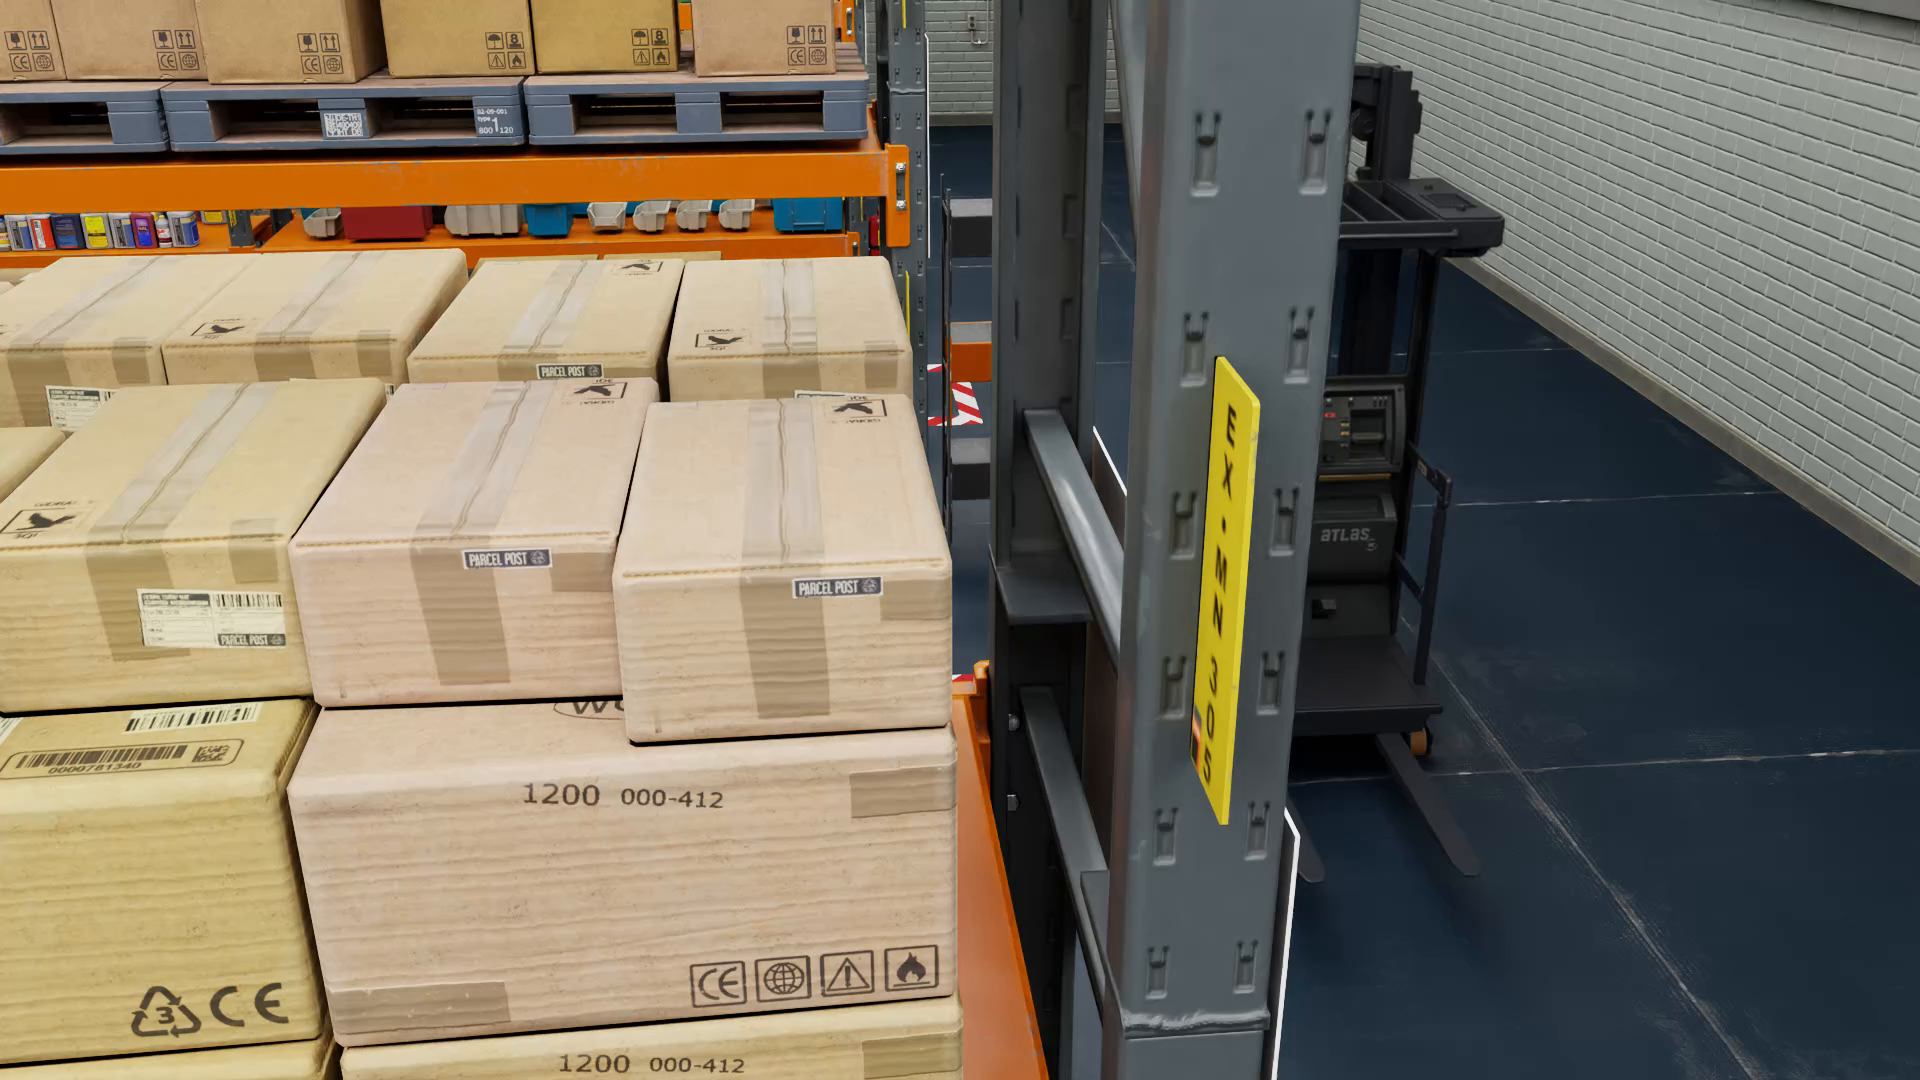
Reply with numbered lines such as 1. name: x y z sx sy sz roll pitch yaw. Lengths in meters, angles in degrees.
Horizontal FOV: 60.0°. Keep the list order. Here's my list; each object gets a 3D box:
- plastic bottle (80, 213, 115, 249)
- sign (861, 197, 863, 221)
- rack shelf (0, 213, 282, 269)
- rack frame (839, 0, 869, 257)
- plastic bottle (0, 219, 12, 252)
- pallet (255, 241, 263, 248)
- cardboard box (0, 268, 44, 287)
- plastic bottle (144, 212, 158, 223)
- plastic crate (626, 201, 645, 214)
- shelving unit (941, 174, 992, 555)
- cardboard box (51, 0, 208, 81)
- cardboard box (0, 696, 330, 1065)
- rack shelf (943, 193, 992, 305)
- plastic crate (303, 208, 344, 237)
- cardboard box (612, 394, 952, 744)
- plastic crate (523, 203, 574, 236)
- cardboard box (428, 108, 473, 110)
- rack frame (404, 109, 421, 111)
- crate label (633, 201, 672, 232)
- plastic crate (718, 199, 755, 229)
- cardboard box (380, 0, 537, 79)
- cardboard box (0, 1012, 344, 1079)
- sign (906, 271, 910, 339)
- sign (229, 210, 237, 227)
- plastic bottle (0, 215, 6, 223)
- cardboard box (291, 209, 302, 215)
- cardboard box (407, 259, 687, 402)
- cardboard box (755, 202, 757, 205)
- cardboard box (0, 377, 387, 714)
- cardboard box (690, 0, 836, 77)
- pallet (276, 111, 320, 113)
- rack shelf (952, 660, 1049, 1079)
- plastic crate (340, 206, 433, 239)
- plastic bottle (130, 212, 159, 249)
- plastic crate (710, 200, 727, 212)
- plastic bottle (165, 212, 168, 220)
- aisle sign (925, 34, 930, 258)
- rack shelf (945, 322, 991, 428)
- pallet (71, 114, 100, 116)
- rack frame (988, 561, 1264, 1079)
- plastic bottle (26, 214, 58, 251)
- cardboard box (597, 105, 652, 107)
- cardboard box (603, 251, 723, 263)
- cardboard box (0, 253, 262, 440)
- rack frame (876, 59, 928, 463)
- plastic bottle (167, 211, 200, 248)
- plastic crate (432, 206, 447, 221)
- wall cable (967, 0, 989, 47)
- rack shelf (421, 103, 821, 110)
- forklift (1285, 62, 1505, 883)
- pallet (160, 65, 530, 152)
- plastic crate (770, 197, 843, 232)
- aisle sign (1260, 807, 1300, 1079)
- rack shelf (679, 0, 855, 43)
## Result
1. plastic bottle: -5.585 -2.070 10.774 0.185 0.351 0.144 -2 24 -5
2. sign: -0.651 -2.274 10.972 0.005 0.325 0.100 -2 24 -5
3. rack shelf: -6.693 -1.853 11.111 4.000 0.370 1.077 -2 24 -5
4. rack frame: -0.722 -2.421 11.503 0.127 3.000 1.000 -2 24 -5
5. plastic bottle: -6.175 -1.968 10.730 0.097 0.201 0.097 0 24 0
6. pallet: -7.208 -2.891 15.996 1.213 0.211 1.003 -2 24 -5
7. cardboard box: -3.784 -0.796 6.742 0.500 0.500 0.500 -2 24 -4
8. plastic bottle: -5.534 -2.242 11.345 0.097 0.201 0.097 0 24 0
9. plastic crate: -2.310 -2.442 11.684 0.300 0.233 0.416 -2 24 -5
10. shelving unit: 0.165 -0.966 9.338 0.503 2.100 0.431 -2 24 -5
11. cardboard box: -2.907 -1.988 6.074 0.500 0.500 0.700 -1 24 -2
12. cardboard box: -0.790 0.201 1.480 0.500 0.250 0.500 -3 24 -7
13. rack shelf: 0.165 -1.593 9.060 0.480 0.518 0.431 -2 24 -5
14. plastic crate: -4.225 -2.129 11.097 0.243 0.136 0.396 -2 24 -5
15. cardboard box: -0.150 0.009 1.421 0.250 0.149 0.380 -3 24 -6
16. plastic crate: -2.740 -2.186 11.108 0.300 0.233 0.416 -2 24 -5
17. cardboard box: -4.651 -4.219 15.427 0.500 0.500 0.500 -2 24 -4
18. rack frame: -5.185 -4.263 15.649 0.127 3.000 1.000 -2 24 -5
19. crate label: -2.080 -2.195 11.247 0.243 0.136 0.396 -2 24 -5
20. plastic crate: -1.515 -2.222 11.307 0.243 0.136 0.396 -2 24 -5
21. cardboard box: -1.829 -2.016 6.137 0.500 0.500 0.700 -4 24 -9
22. cardboard box: -0.782 0.436 1.567 0.500 0.250 0.500 -2 24 -5
23. sign: -0.195 -0.836 6.221 0.005 0.325 0.100 -2 24 -5
24. sign: -4.650 -2.165 10.588 0.005 0.325 0.100 -2 24 -5
25. plastic bottle: -6.568 -2.294 11.377 0.097 0.271 0.097 0 24 0
26. cardboard box: -6.141 -3.170 15.726 0.500 0.500 0.500 -2 24 -5
27. cardboard box: -0.448 -0.199 1.890 0.250 0.149 0.380 -1 24 -3
28. cardboard box: -2.271 -3.441 16.642 0.500 0.250 0.500 -2 24 -5
29. cardboard box: -0.660 -0.010 1.465 0.250 0.149 0.380 -3 24 -7
30. cardboard box: -0.747 -2.030 6.169 0.500 0.500 0.700 -4 24 -8
31. pallet: -5.991 -4.188 15.715 1.213 0.211 1.003 -2 24 -5
32. rack shelf: -1.838 0.628 1.837 4.000 0.370 1.077 -2 24 -5
33. plastic crate: -3.789 -2.252 10.971 0.583 0.464 0.402 -2 24 -5
34. plastic bottle: -5.288 -2.034 10.776 0.133 0.283 0.061 -2 24 -5
35. plastic crate: -1.655 -2.469 11.743 0.300 0.233 0.416 -2 24 -5
36. plastic bottle: -5.452 -2.339 11.478 0.097 0.271 0.097 0 24 0
37. aisle sign: -0.134 -1.488 6.205 0.004 0.787 0.394 -2 24 -5
38. rack shelf: 0.165 -0.954 9.344 0.480 0.518 0.431 -2 24 -5
39. pallet: -8.498 -4.072 15.453 1.003 0.211 1.213 -2 24 -5
40. rack frame: 0.152 1.590 2.480 0.127 3.000 1.000 -2 24 -5
41. plastic bottle: -5.928 -2.023 10.762 0.135 0.276 0.152 -2 24 -5
42. cardboard box: -3.138 -4.281 15.565 0.500 0.500 0.500 -3 24 -6
43. cardboard box: -1.237 -0.899 6.975 0.500 0.500 0.500 -3 24 -6
44. cardboard box: -0.967 -0.208 1.911 0.250 0.149 0.380 -2 24 -4
45. rack frame: -0.235 -0.419 6.999 0.127 3.000 1.000 -2 24 -5
46. plastic bottle: -5.063 -2.058 10.840 0.135 0.276 0.152 -2 24 -5
47. plastic crate: -3.615 -2.316 11.533 0.590 0.125 0.437 -2 24 -5
48. wall cable: -0.514 -7.323 21.282 1.851 1.984 0.084 -2 24 -5
49. rack shelf: -3.195 -4.015 15.975 4.000 0.370 1.077 -2 24 -5
50. forklift: 1.535 -0.465 7.186 1.130 2.935 3.031 -2 24 -4
51. pallet: -2.189 -1.665 6.220 1.213 0.211 1.003 -2 24 -5
52. plastic crate: -1.037 -2.376 11.284 0.499 0.435 0.616 -2 24 -5
53. aisle sign: 0.254 0.520 1.686 0.004 0.787 0.394 -2 24 -5
54. rack shelf: -2.712 -3.383 10.861 4.000 0.370 1.077 -2 24 -5
